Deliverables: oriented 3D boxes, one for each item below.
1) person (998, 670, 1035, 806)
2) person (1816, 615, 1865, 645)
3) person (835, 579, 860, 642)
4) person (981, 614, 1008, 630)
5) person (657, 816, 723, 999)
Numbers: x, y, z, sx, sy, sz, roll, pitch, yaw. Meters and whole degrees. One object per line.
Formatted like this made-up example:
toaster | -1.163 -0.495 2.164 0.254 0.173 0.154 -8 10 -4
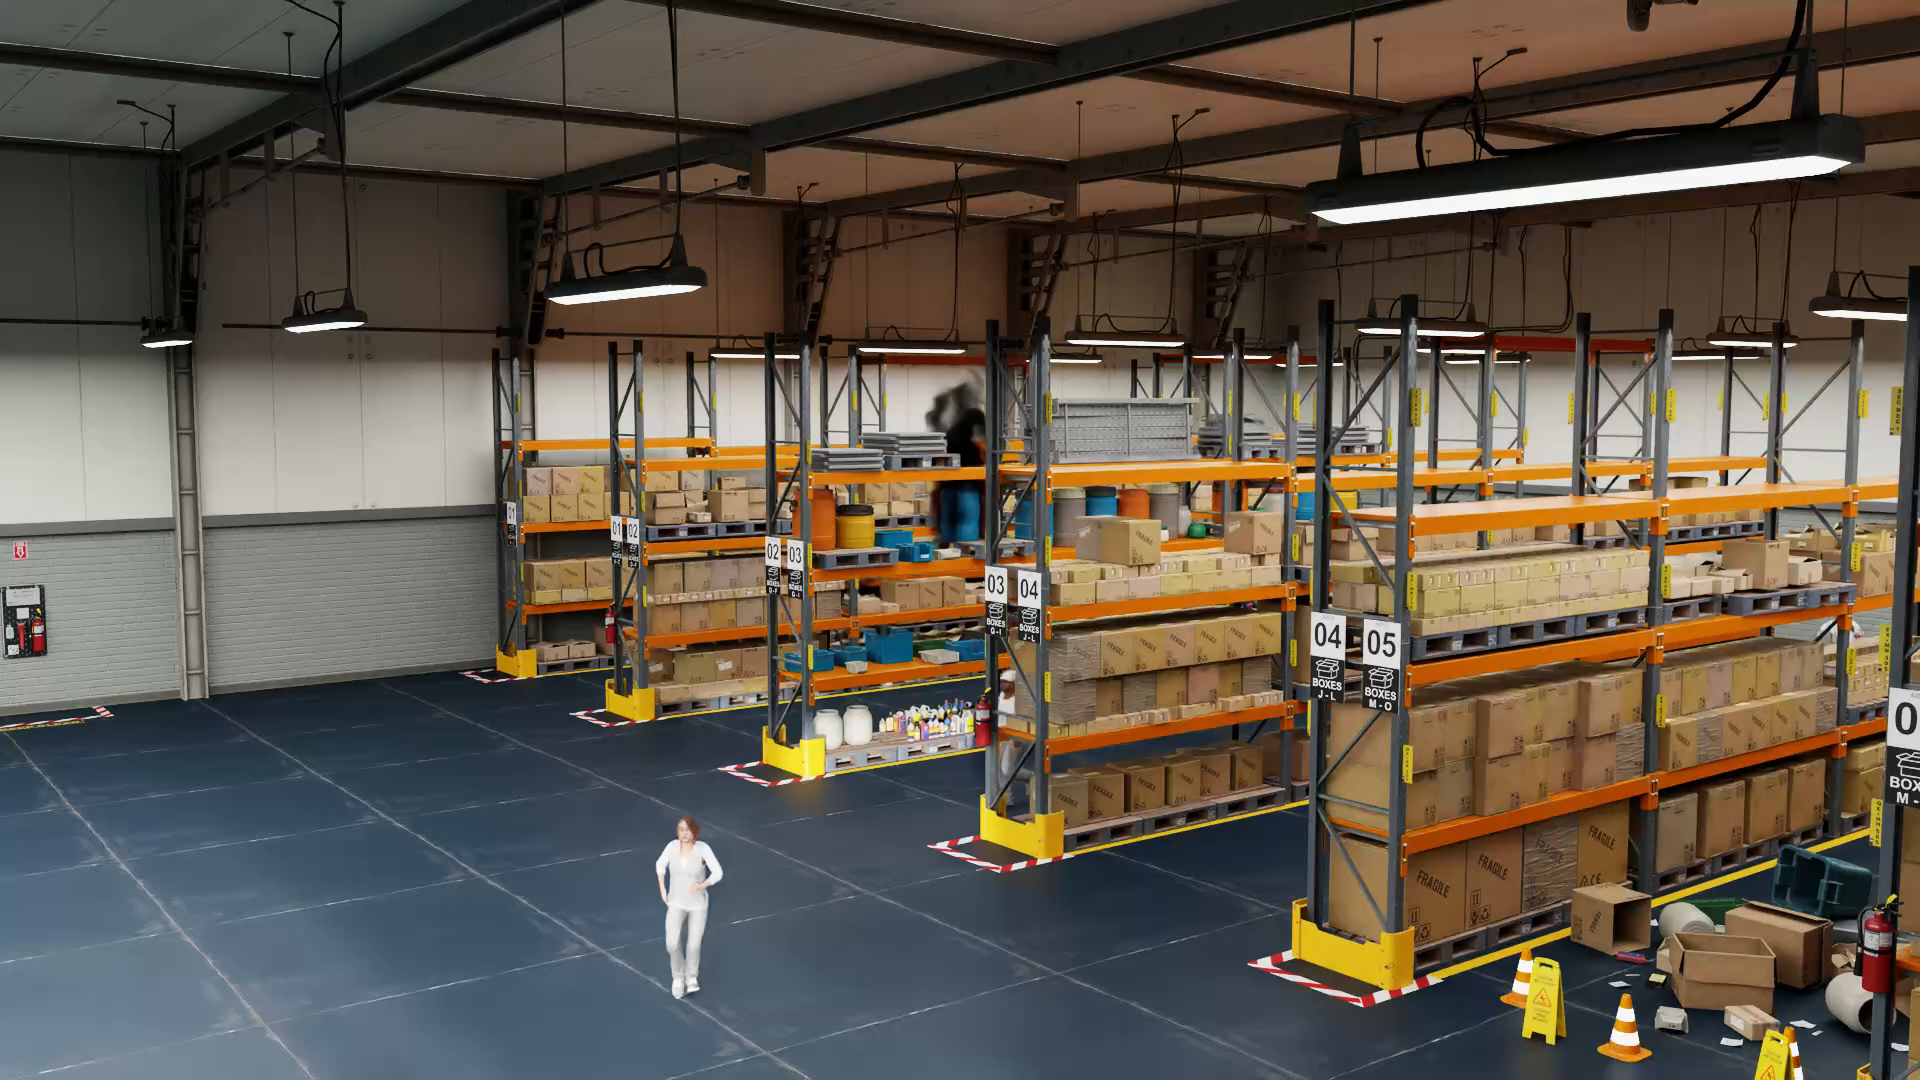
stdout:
person | 0.671 2.478 20.823 0.616 1.722 0.747 -4 6 -38
person | 14.511 1.916 27.344 0.720 1.749 0.610 1 5 13
person | -2.136 1.558 31.590 0.599 1.657 0.560 5 7 44
person | 0.666 1.366 33.908 0.752 1.658 0.587 -4 7 -41
person | -2.315 3.130 14.161 0.593 1.568 0.557 0 5 1
